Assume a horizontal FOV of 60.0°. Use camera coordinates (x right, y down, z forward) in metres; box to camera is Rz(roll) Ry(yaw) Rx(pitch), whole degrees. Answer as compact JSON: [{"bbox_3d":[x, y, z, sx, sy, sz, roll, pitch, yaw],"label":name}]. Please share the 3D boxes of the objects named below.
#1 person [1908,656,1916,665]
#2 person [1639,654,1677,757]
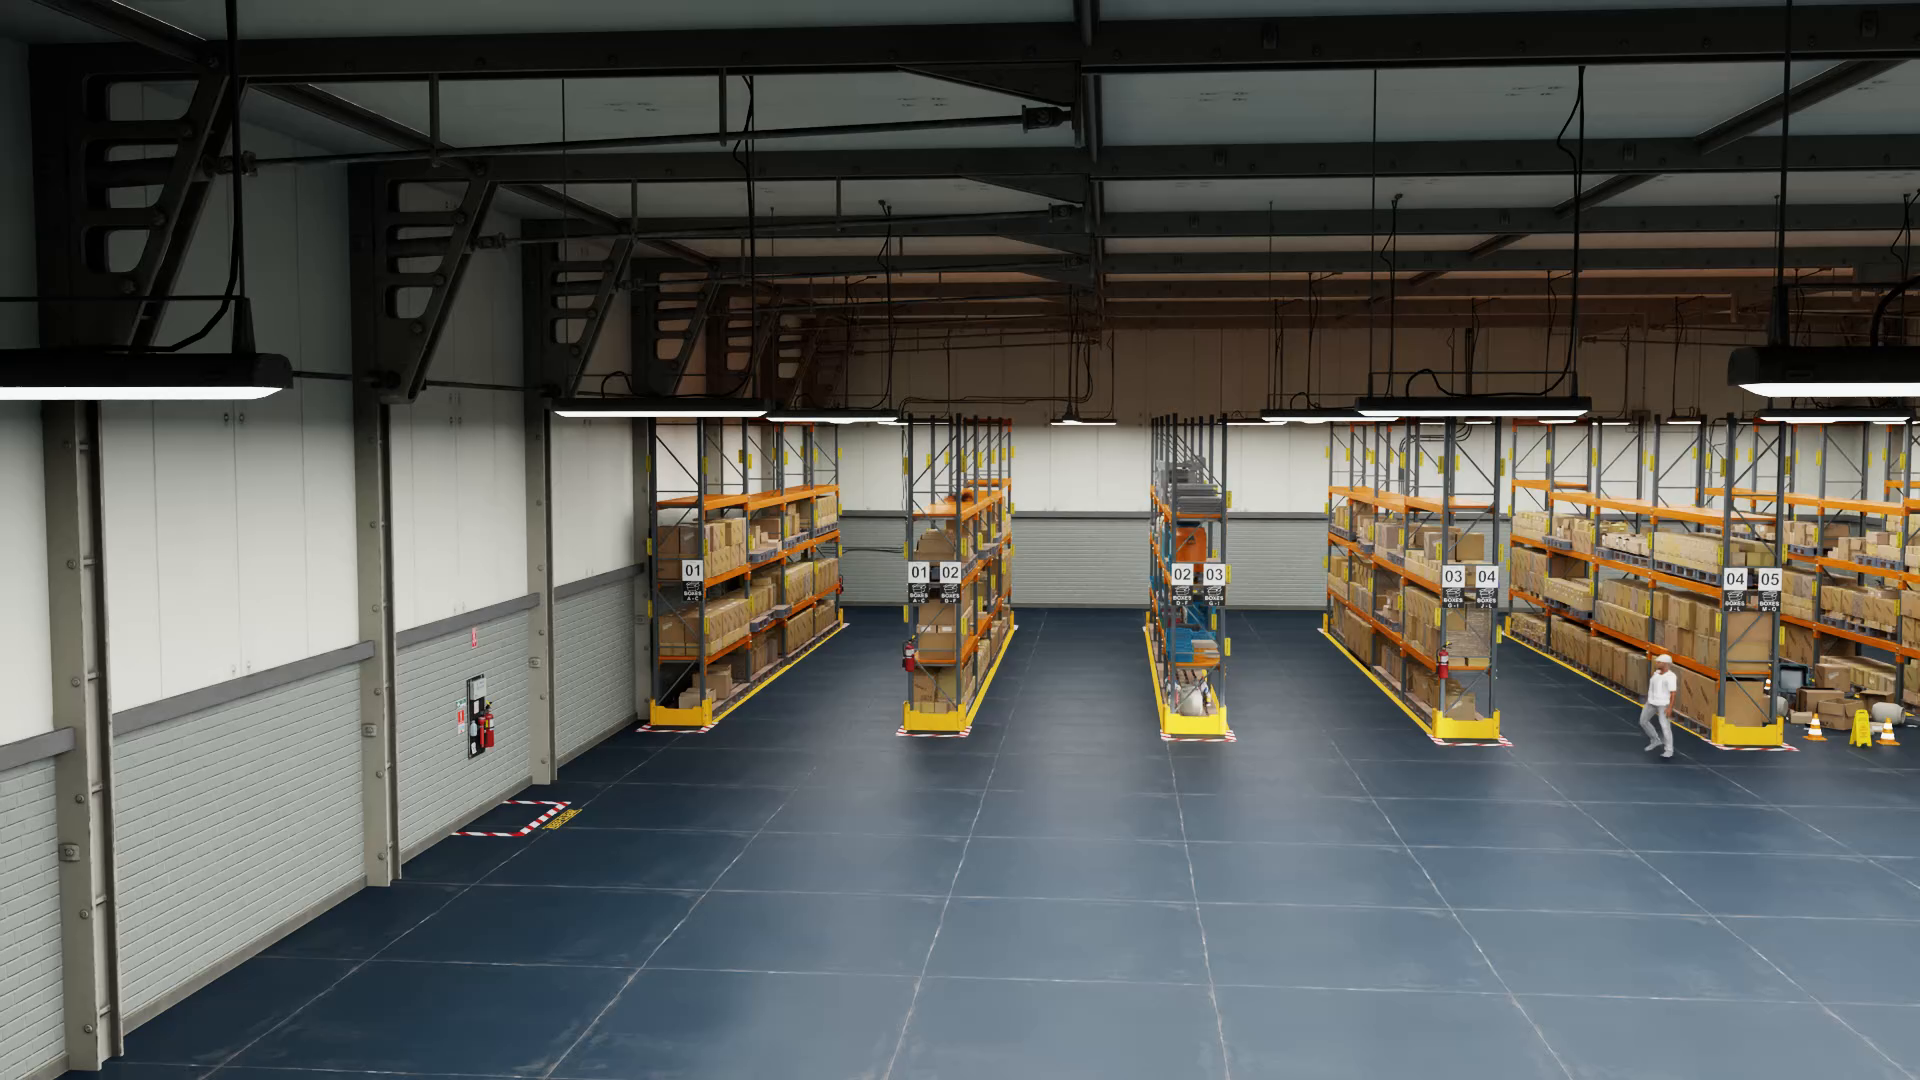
[{"bbox_3d":[21.541,2.315,37.539,0.470,1.795,0.605,3,5,36],"label":"person"},{"bbox_3d":[12.227,2.870,29.059,0.420,1.765,0.676,-2,4,-25],"label":"person"}]
